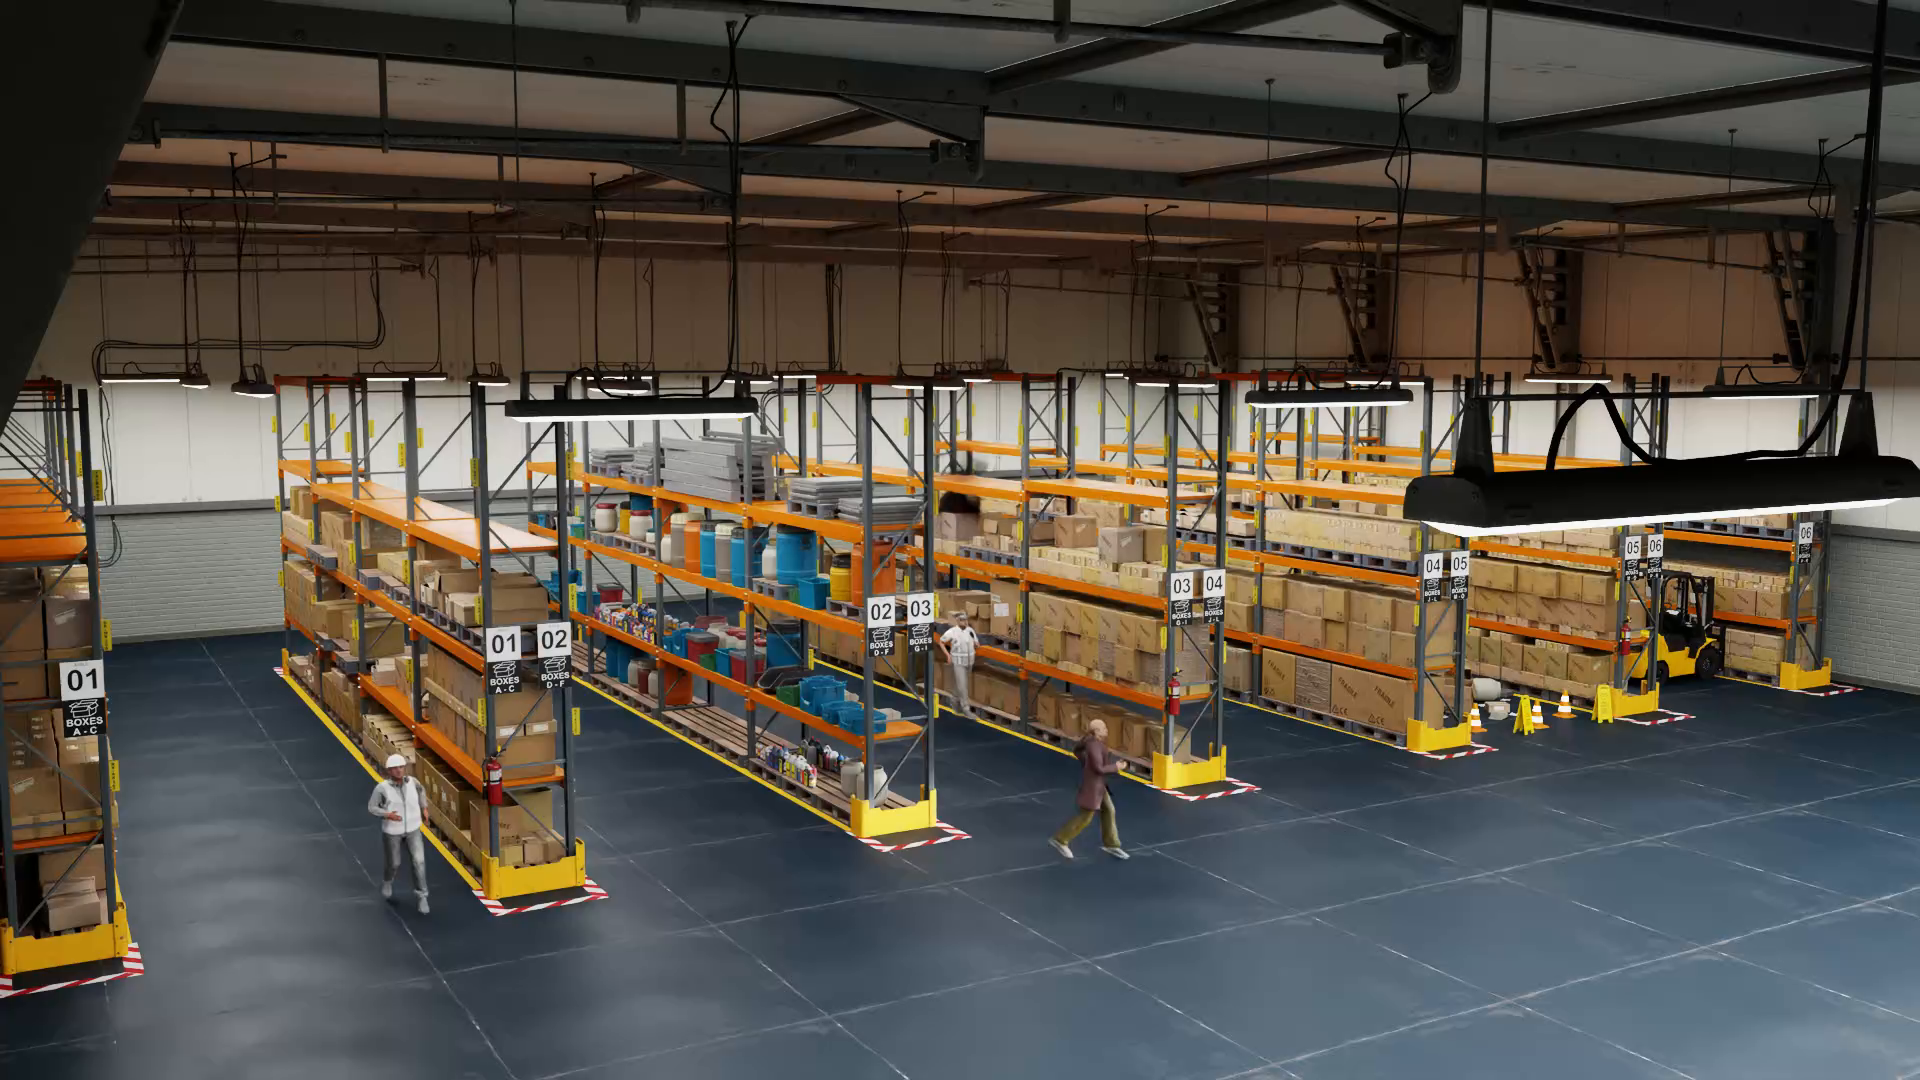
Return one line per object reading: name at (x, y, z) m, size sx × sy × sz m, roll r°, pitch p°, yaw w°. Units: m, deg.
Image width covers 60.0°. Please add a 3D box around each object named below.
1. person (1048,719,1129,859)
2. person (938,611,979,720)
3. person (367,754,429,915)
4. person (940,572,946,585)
person at (1.634, 3.152, 20.981) m, size 1.042 × 1.816 × 0.726 m, roll 0°, pitch 6°, yaw 1°
person at (0.060, 2.099, 27.976) m, size 0.662 × 1.823 × 0.891 m, roll -5°, pitch 8°, yaw -37°
person at (-6.450, 3.345, 19.151) m, size 0.708 × 1.801 × 0.914 m, roll -4°, pitch 8°, yaw -34°
person at (-0.611, 0.957, 41.763) m, size 0.556 × 1.610 × 0.618 m, roll -5°, pitch 8°, yaw -39°
